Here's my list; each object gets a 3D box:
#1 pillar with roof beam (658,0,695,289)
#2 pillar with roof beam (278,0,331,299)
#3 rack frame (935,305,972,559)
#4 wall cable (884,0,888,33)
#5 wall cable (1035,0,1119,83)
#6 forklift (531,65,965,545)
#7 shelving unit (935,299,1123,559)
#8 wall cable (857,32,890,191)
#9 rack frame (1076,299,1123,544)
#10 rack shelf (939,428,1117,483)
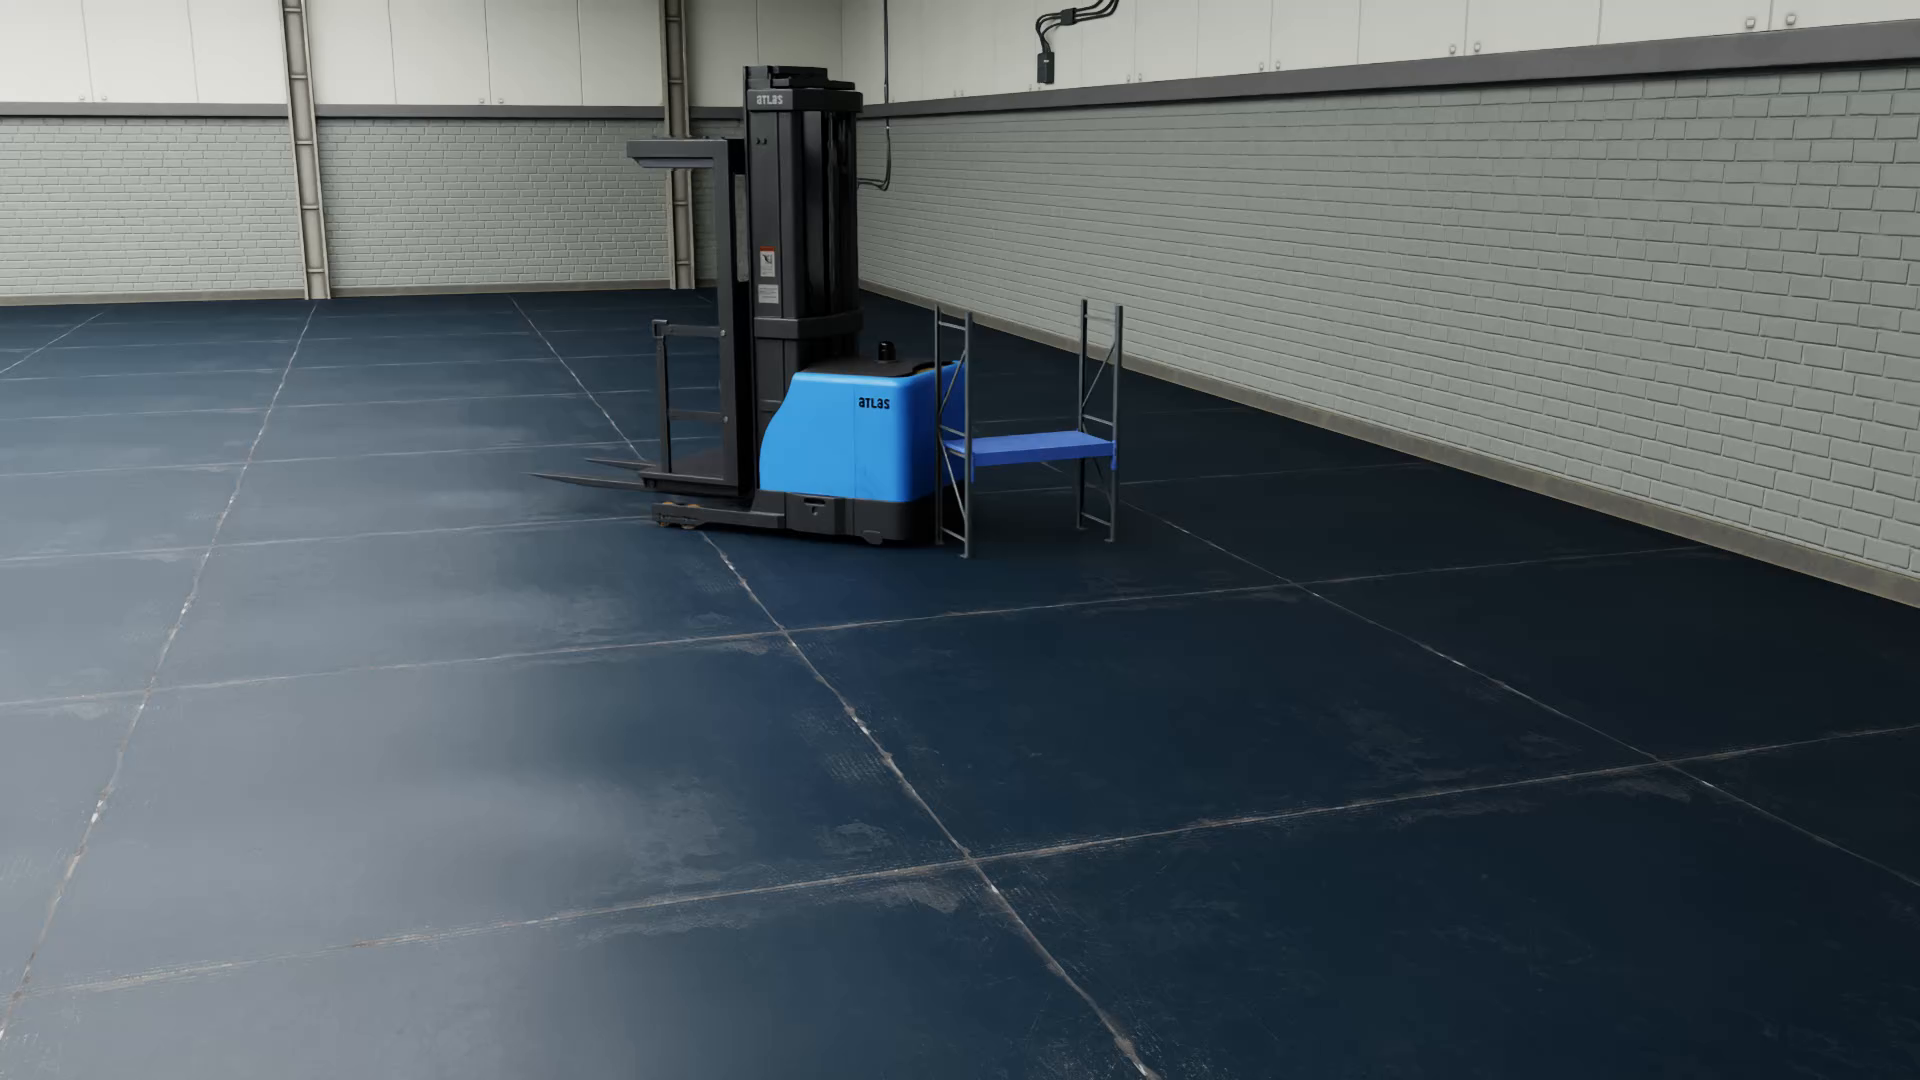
[{"bbox_3d":[-3.503,-7.856,24.223,0.400,9.000,9.100,-4,14,-18],"label":"pillar with roof beam"},{"bbox_3d":[-9.190,-7.413,22.361,0.400,9.000,9.100,-4,14,-18],"label":"pillar with roof beam"},{"bbox_3d":[-0.042,-0.665,10.198,0.032,1.500,0.500,-6,15,-23],"label":"rack frame"},{"bbox_3d":[-0.799,-9.080,25.168,0.112,2.526,3.097,-4,14,-18],"label":"wall cable"},{"bbox_3d":[1.351,-8.299,18.735,0.169,6.003,2.305,-4,14,-18],"label":"wall cable"},{"bbox_3d":[-1.487,-1.599,11.031,3.031,2.935,1.130,6,15,23],"label":"forklift"},{"bbox_3d":[0.422,-0.713,10.399,1.048,1.500,0.538,-6,15,-23],"label":"shelving unit"},{"bbox_3d":[-1.662,-7.217,28.247,0.112,2.526,3.097,-4,14,-18],"label":"wall cable"},{"bbox_3d":[0.886,-0.761,10.601,0.032,1.500,0.500,-6,15,-23],"label":"rack frame"},{"bbox_3d":[0.422,-0.538,10.441,1.000,0.185,0.538,-6,15,-23],"label":"rack shelf"}]
